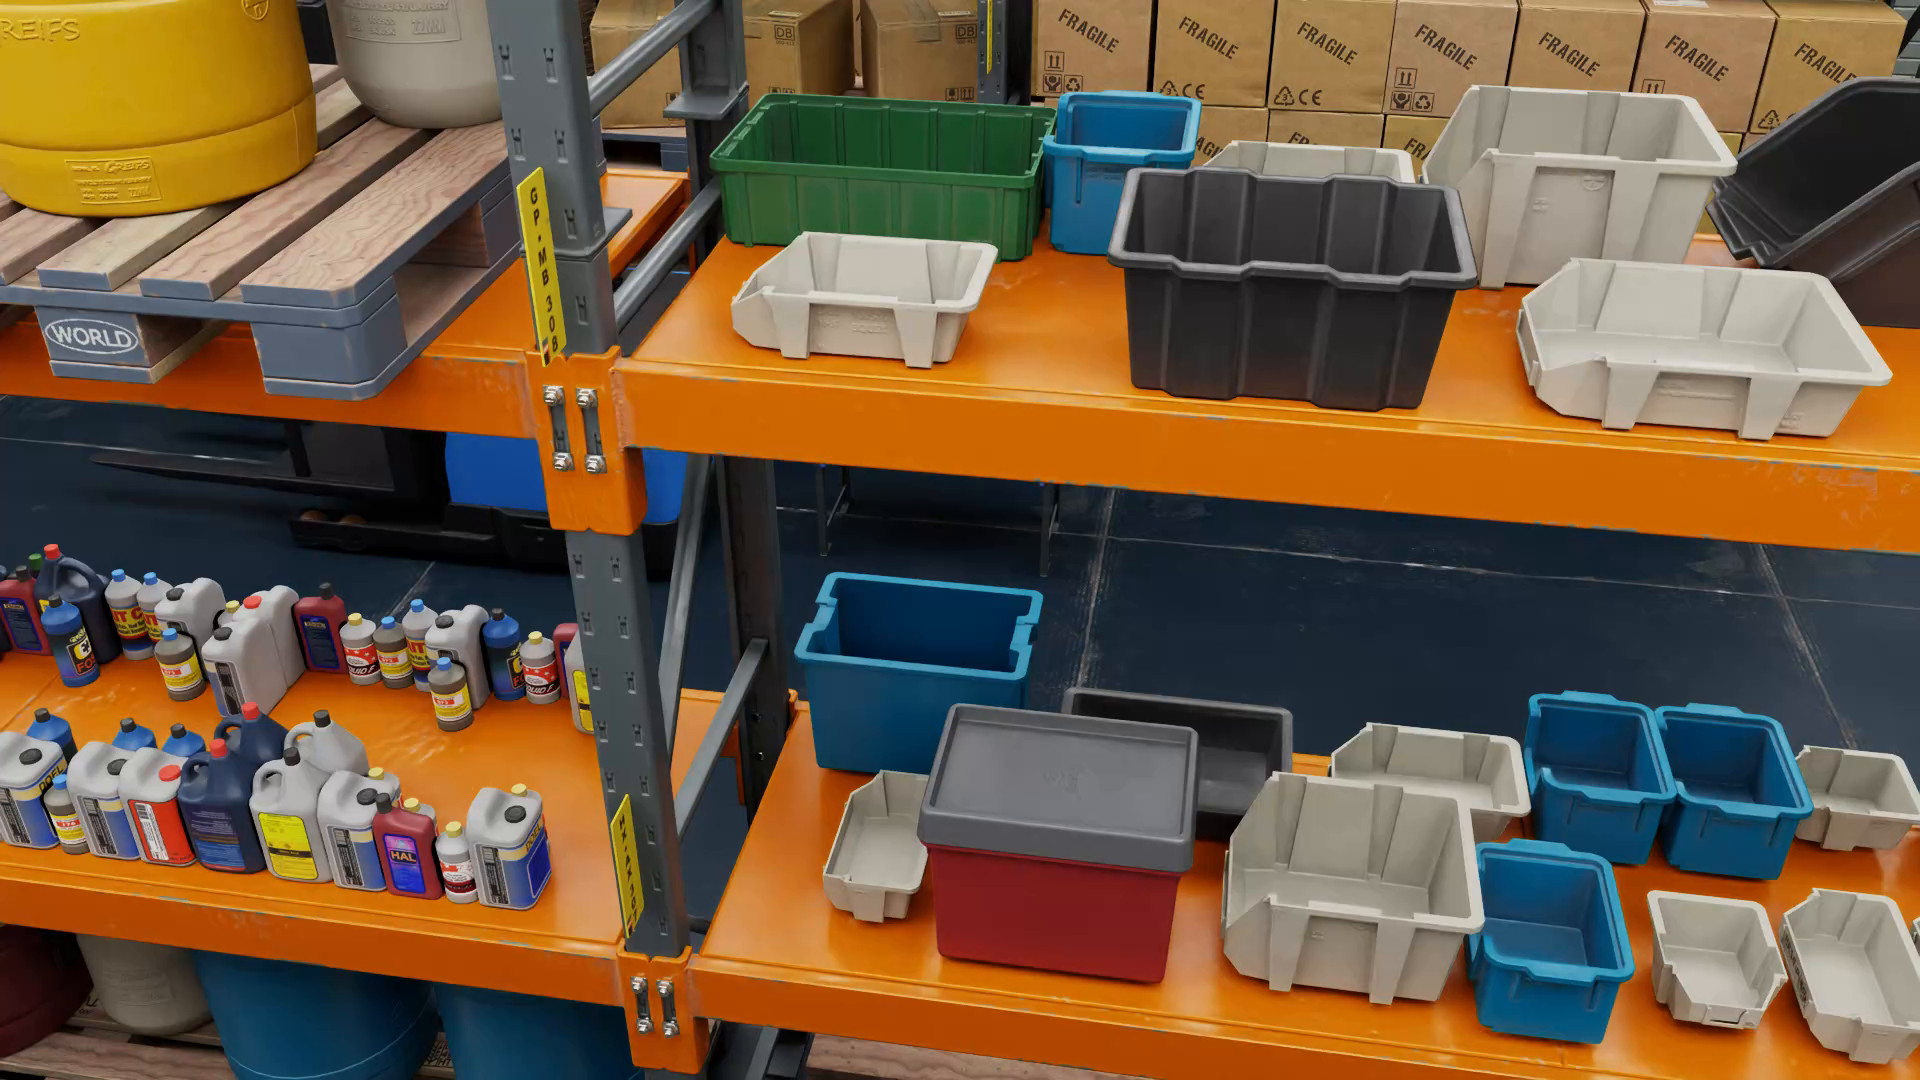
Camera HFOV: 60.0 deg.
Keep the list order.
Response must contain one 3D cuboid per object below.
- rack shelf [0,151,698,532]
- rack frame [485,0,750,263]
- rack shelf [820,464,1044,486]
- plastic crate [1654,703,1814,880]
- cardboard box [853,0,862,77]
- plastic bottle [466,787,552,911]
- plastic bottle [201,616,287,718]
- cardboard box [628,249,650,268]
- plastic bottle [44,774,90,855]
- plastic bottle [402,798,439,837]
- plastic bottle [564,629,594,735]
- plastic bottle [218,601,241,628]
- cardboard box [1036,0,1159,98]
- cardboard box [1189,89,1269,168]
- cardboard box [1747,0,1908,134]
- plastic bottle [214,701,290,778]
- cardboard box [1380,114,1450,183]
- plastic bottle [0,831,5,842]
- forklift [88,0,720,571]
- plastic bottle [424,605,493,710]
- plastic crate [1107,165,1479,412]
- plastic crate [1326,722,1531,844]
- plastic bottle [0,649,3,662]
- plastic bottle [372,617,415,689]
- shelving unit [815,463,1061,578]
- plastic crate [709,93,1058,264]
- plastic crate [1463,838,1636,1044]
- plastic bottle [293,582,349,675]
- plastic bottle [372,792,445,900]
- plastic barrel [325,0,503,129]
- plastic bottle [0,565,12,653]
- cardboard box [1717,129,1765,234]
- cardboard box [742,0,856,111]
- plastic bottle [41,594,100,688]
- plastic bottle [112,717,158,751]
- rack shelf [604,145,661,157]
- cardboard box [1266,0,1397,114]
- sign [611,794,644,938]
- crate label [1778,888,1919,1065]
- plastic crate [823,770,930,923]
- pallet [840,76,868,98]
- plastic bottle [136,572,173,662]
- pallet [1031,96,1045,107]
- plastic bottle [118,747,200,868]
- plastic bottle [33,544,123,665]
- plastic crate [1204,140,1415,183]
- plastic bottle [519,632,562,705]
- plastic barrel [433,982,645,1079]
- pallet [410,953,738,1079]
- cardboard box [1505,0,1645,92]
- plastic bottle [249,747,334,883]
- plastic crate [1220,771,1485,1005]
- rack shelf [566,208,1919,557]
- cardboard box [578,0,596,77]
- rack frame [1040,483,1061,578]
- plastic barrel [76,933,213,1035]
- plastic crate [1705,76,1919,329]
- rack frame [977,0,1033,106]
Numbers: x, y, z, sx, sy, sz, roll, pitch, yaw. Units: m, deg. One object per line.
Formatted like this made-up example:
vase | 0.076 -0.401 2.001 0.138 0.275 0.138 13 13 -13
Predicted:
rack shelf | -2.585 -0.617 3.760 4.000 0.370 1.077 5 32 8
rack frame | -0.614 -2.015 2.488 0.127 3.000 1.000 5 32 8
rack shelf | -0.084 -0.491 7.460 1.000 0.185 0.538 5 32 8
plastic crate | 1.843 0.618 4.036 0.300 0.233 0.416 5 32 8
cardboard box | -0.486 -3.988 12.925 0.750 0.750 0.750 6 33 10
plastic bottle | -1.057 0.714 3.899 0.135 0.276 0.152 5 32 8
plastic bottle | -1.944 0.337 4.502 0.135 0.276 0.152 5 32 8
cardboard box | -1.793 -1.221 8.816 0.500 0.500 0.500 4 32 7
plastic bottle | -2.166 0.660 4.056 0.097 0.201 0.097 0 32 0
plastic bottle | -1.297 0.706 3.982 0.097 0.201 0.097 0 32 0
plastic bottle | -0.946 0.344 4.420 0.185 0.351 0.144 5 32 8
plastic bottle | -2.029 0.264 4.688 0.097 0.201 0.097 0 32 0
cardboard box | 0.640 -2.340 7.624 0.500 0.500 0.500 6 33 9
cardboard box | 1.185 -1.873 7.821 0.500 0.500 0.500 6 32 9
cardboard box | 3.681 -2.068 7.190 0.500 0.500 0.500 5 32 8
plastic bottle | -1.733 0.546 4.097 0.185 0.351 0.144 5 32 8
cardboard box | 2.179 -1.783 7.676 0.500 0.500 0.500 5 32 8
plastic bottle | -2.394 0.639 4.089 0.097 0.201 0.097 0 32 0
forklift | -2.620 -1.459 7.318 3.031 2.935 1.130 6 33 9
plastic bottle | -1.367 0.307 4.549 0.135 0.276 0.152 5 32 8
plastic crate | 0.564 -0.434 2.912 0.590 0.269 0.497 5 32 8
plastic crate | 1.153 0.612 4.137 0.466 0.136 0.293 5 32 8
plastic bottle | -2.802 0.227 4.670 0.133 0.283 0.061 5 32 8
plastic bottle | -1.572 0.305 4.622 0.097 0.201 0.097 0 32 0
shelving unit | -0.084 -0.643 7.364 1.048 1.500 0.538 5 32 8
plastic crate | -0.145 -0.774 3.532 0.662 0.188 0.450 5 32 8
plastic crate | 1.262 0.881 3.617 0.300 0.233 0.416 5 32 8
plastic bottle | -1.779 0.242 4.646 0.133 0.283 0.061 5 32 8
plastic bottle | -1.293 0.714 3.892 0.133 0.283 0.061 5 32 8
plastic barrel | -1.091 -1.158 3.421 0.433 0.535 0.433 0 32 0
plastic bottle | -2.810 0.142 4.742 0.185 0.351 0.144 5 32 8
cardboard box | 3.679 -1.646 7.458 0.500 0.500 0.500 6 33 10
cardboard box | -0.895 -2.471 8.380 0.500 0.500 0.700 10 33 16
plastic bottle | -2.473 0.272 4.610 0.097 0.271 0.097 0 32 0
plastic bottle | -2.044 0.560 4.150 0.097 0.271 0.097 0 32 0
rack shelf | -1.748 -1.936 8.694 4.000 0.370 1.077 5 32 8
cardboard box | 1.656 -2.248 7.477 0.500 0.500 0.500 4 32 7
sign | -0.708 0.698 3.547 0.005 0.325 0.100 5 32 8
crate label | 1.933 0.947 3.601 0.243 0.136 0.396 5 32 8
plastic crate | -0.179 0.730 3.948 0.243 0.136 0.396 5 32 8
pallet | -0.546 -2.110 8.474 1.213 0.211 1.003 5 32 8
plastic bottle | -2.257 0.214 4.703 0.097 0.271 0.097 0 32 0
pallet | 0.280 -3.501 13.145 1.213 0.211 1.003 5 32 8
plastic bottle | -1.914 0.636 4.023 0.135 0.276 0.152 5 32 8
plastic bottle | -2.496 0.171 4.696 0.185 0.351 0.144 5 32 8
plastic crate | 0.704 -0.718 3.491 0.466 0.136 0.293 5 32 8
plastic bottle | -1.152 0.343 4.562 0.097 0.201 0.097 0 32 0
plastic barrel | -1.147 1.182 4.617 0.708 0.901 0.600 5 32 8
pallet | -1.367 1.619 4.965 1.213 0.211 1.003 5 32 8
cardboard box | 2.671 -2.156 7.331 0.500 0.500 0.500 6 33 10
plastic bottle | -1.575 0.638 3.951 0.185 0.351 0.144 5 32 8
plastic crate | 0.860 0.785 3.724 0.530 0.282 0.437 5 32 8
rack shelf | 1.358 -0.260 3.190 4.000 0.370 1.077 5 32 8
cardboard box | -2.211 -2.461 8.365 0.500 0.500 0.700 11 34 17
rack frame | 0.417 -0.598 7.292 0.032 1.500 0.500 5 32 8
plastic barrel | -2.387 1.186 4.977 0.421 0.512 0.421 0 32 0
plastic crate | 1.869 -0.641 3.178 0.767 0.338 0.504 5 32 8
rack frame | 0.223 -2.063 8.218 0.127 3.000 1.000 5 32 8
